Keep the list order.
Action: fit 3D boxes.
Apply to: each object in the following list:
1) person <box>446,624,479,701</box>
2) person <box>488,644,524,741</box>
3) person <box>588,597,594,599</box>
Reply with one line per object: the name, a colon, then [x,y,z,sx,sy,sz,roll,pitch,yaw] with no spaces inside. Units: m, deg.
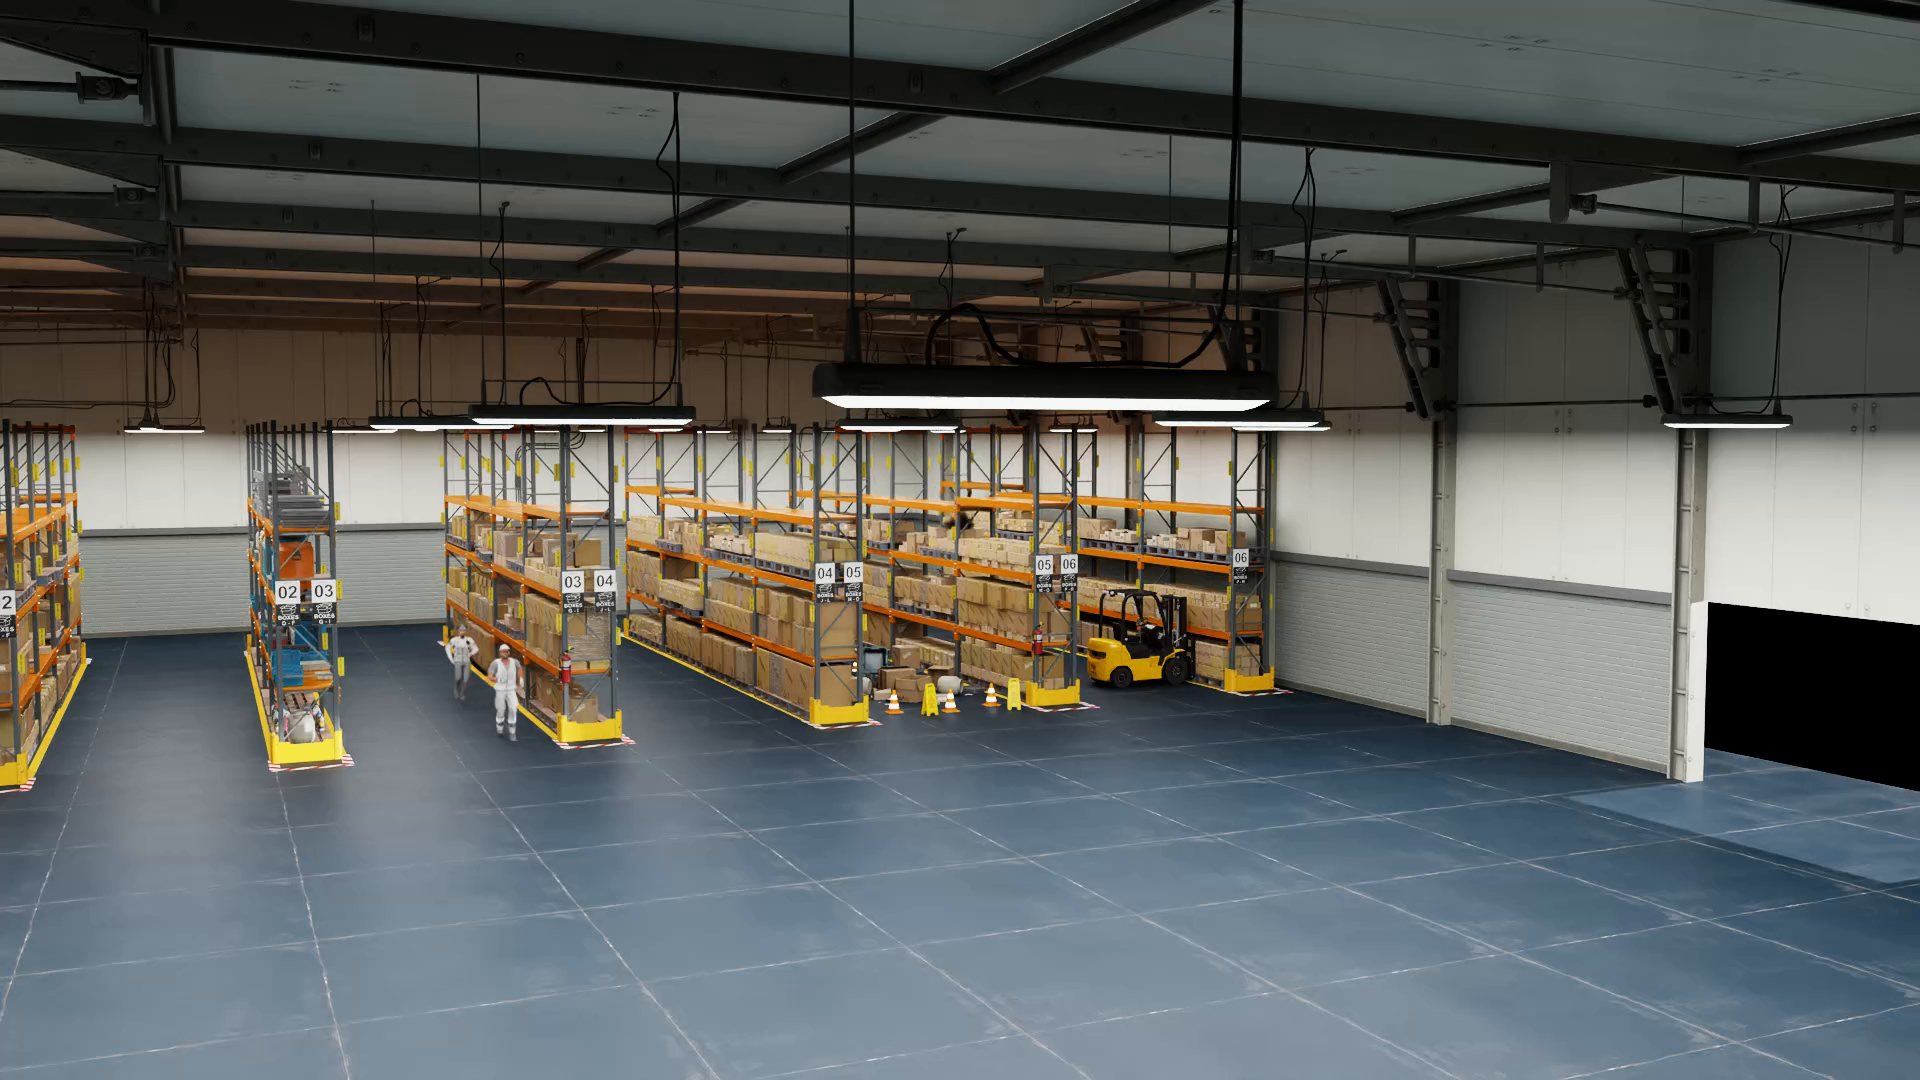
person: [-10.706,2.638,35.806,0.667,1.666,0.532,-1,4,-21]
person: [-8.559,2.886,31.355,0.686,1.866,0.764,-2,4,-26]
person: [-10.783,1.919,47.323,0.820,1.792,0.766,0,4,3]
